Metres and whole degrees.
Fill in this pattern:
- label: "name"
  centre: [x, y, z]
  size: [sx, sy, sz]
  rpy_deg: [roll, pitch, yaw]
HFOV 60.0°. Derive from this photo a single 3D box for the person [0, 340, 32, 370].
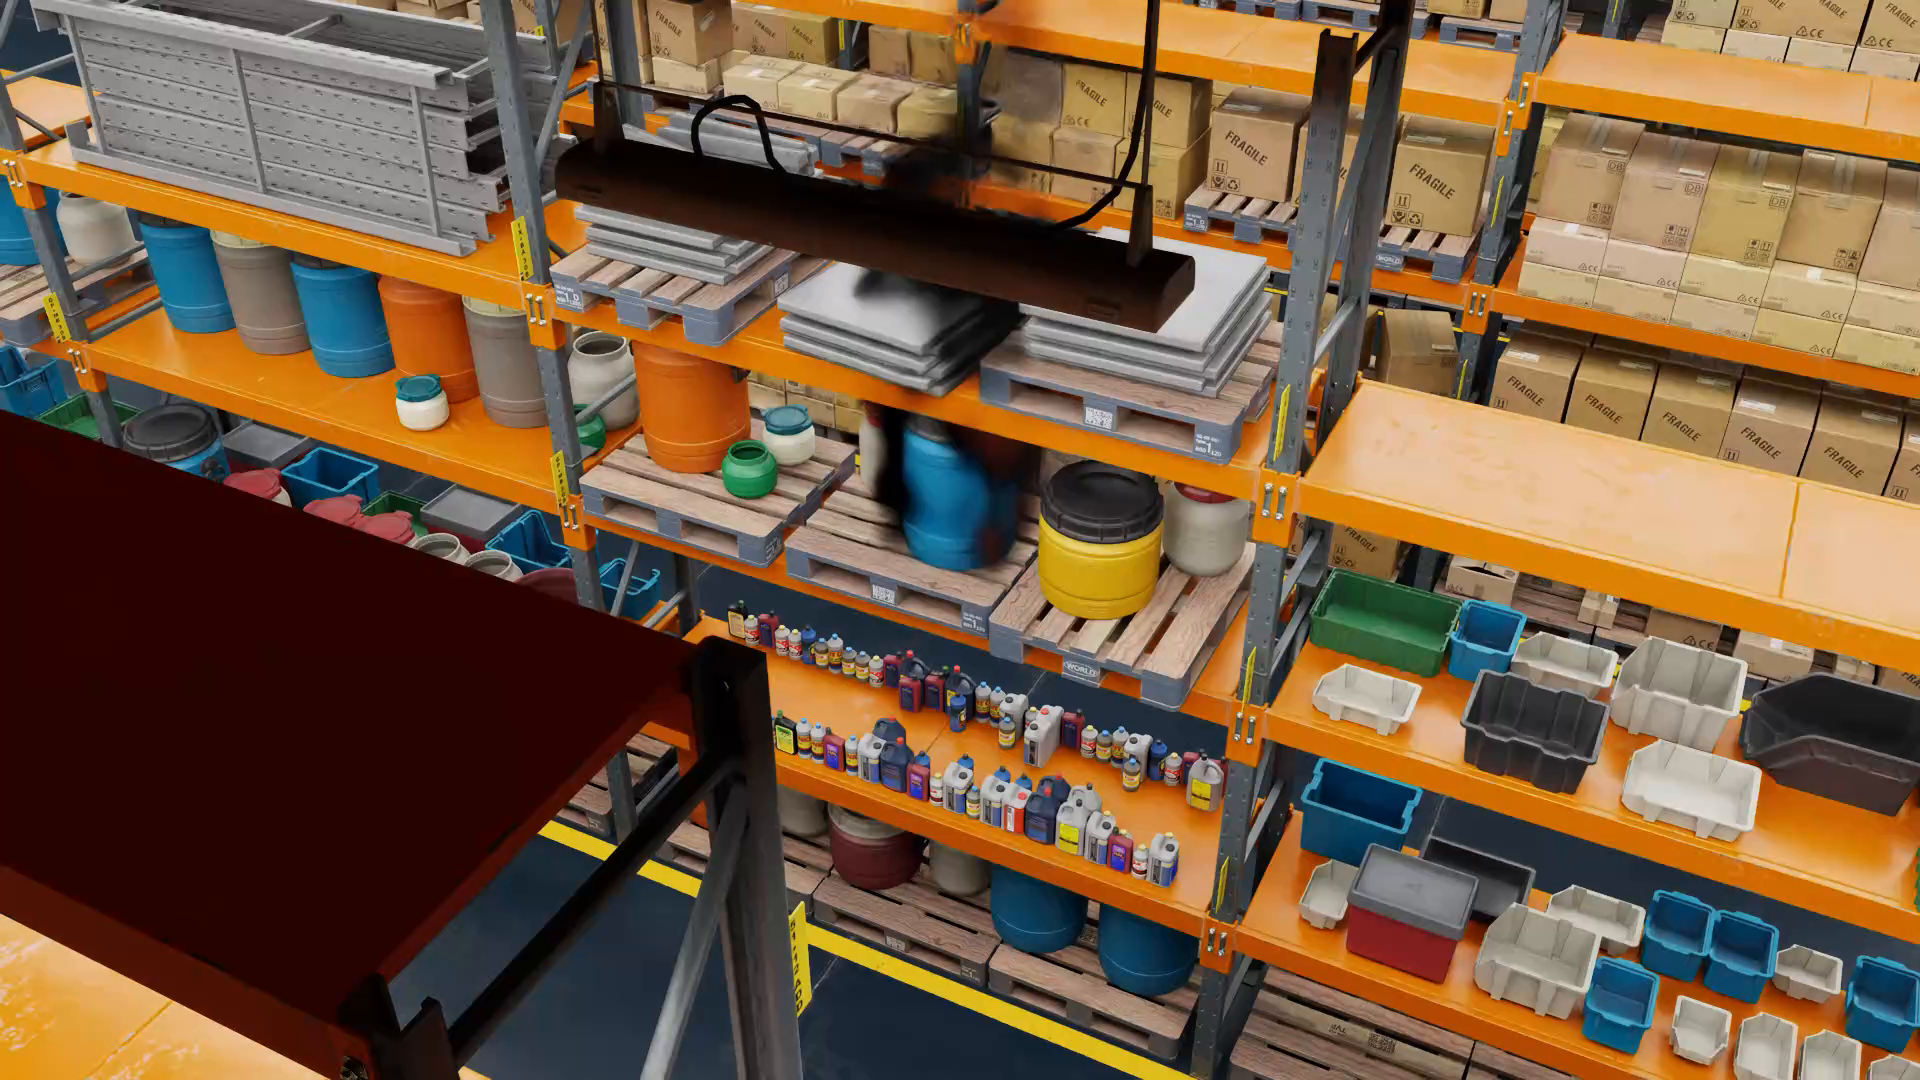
- label: "person"
  centre: [-8.384, -1.627, 14.744]
  size: [0.675, 1.730, 0.589]
  rpy_deg: [3, 35, 4]
